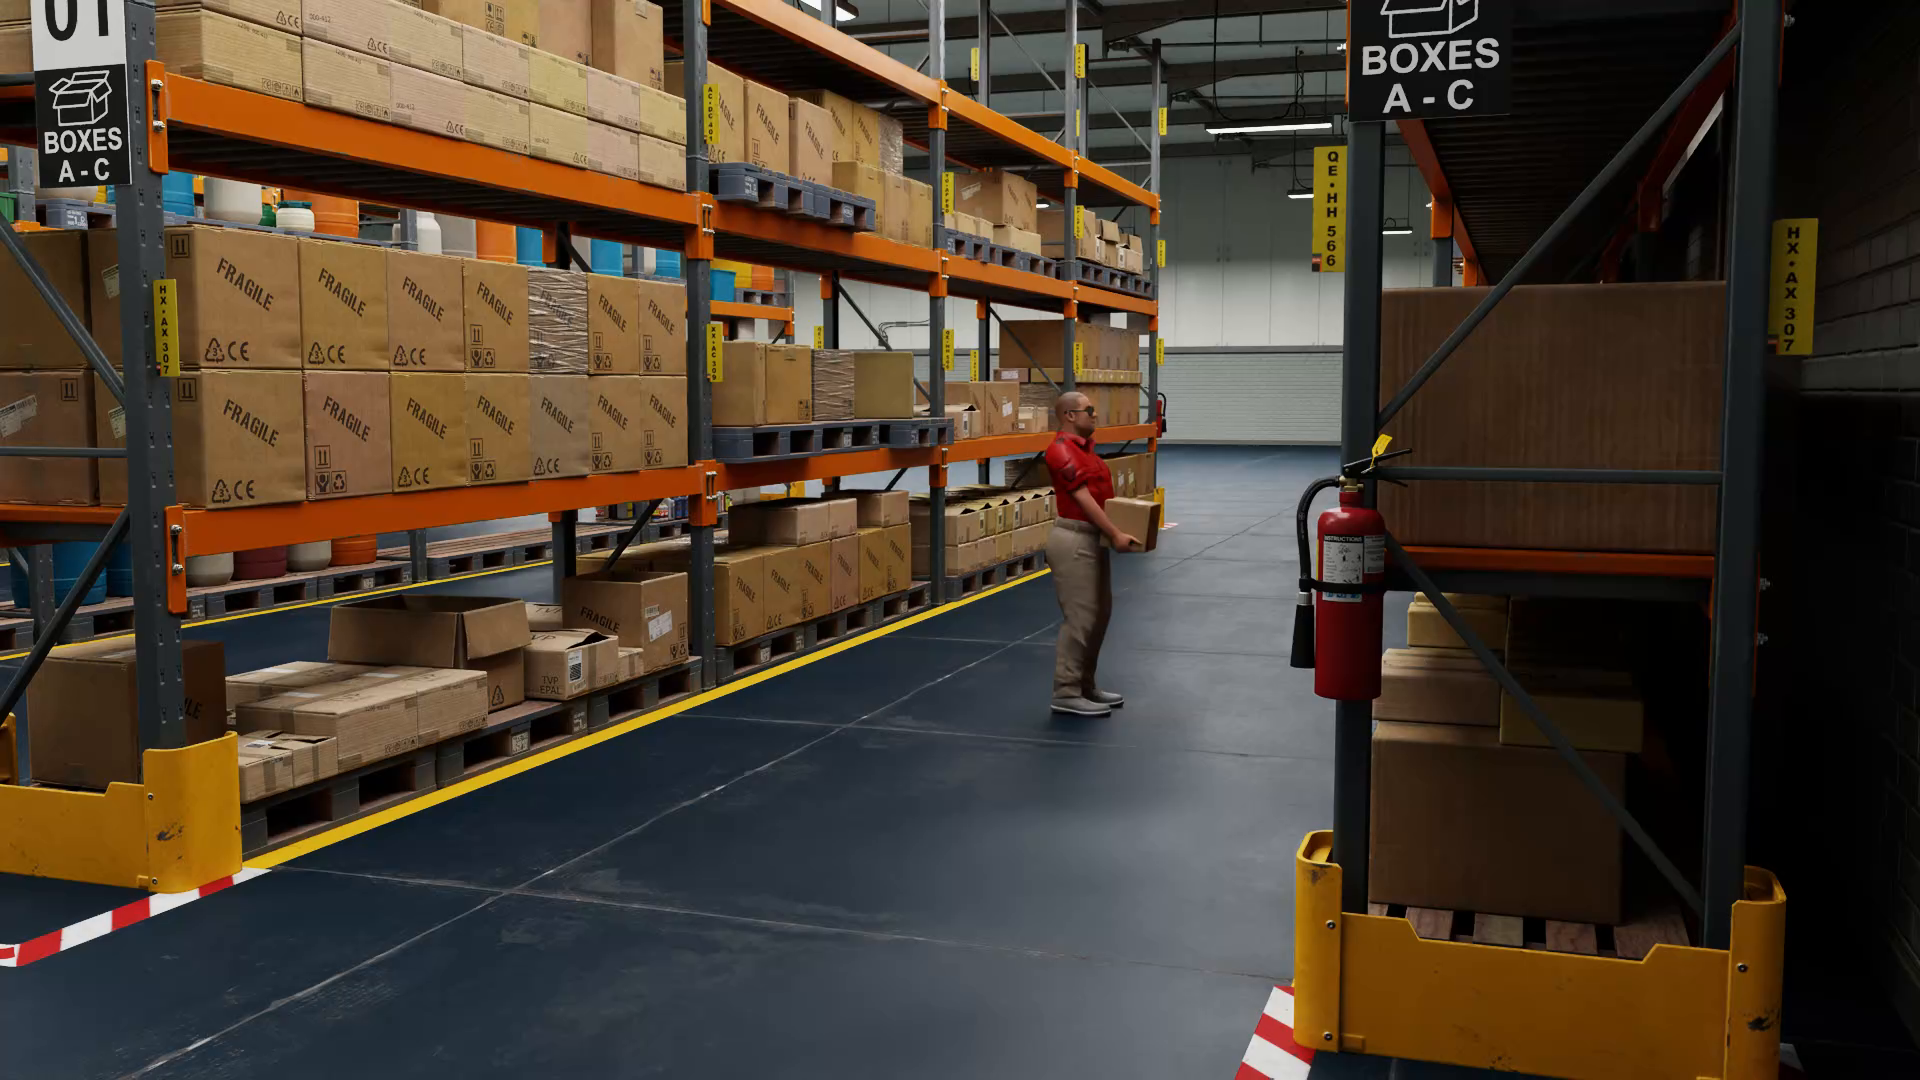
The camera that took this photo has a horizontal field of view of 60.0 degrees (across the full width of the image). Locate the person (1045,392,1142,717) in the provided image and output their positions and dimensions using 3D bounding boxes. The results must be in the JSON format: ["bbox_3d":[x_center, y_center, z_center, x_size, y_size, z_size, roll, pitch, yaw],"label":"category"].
[{"bbox_3d":[0.749,0.065,8.937,0.537,1.717,0.494,2,5,20],"label":"person"}]
